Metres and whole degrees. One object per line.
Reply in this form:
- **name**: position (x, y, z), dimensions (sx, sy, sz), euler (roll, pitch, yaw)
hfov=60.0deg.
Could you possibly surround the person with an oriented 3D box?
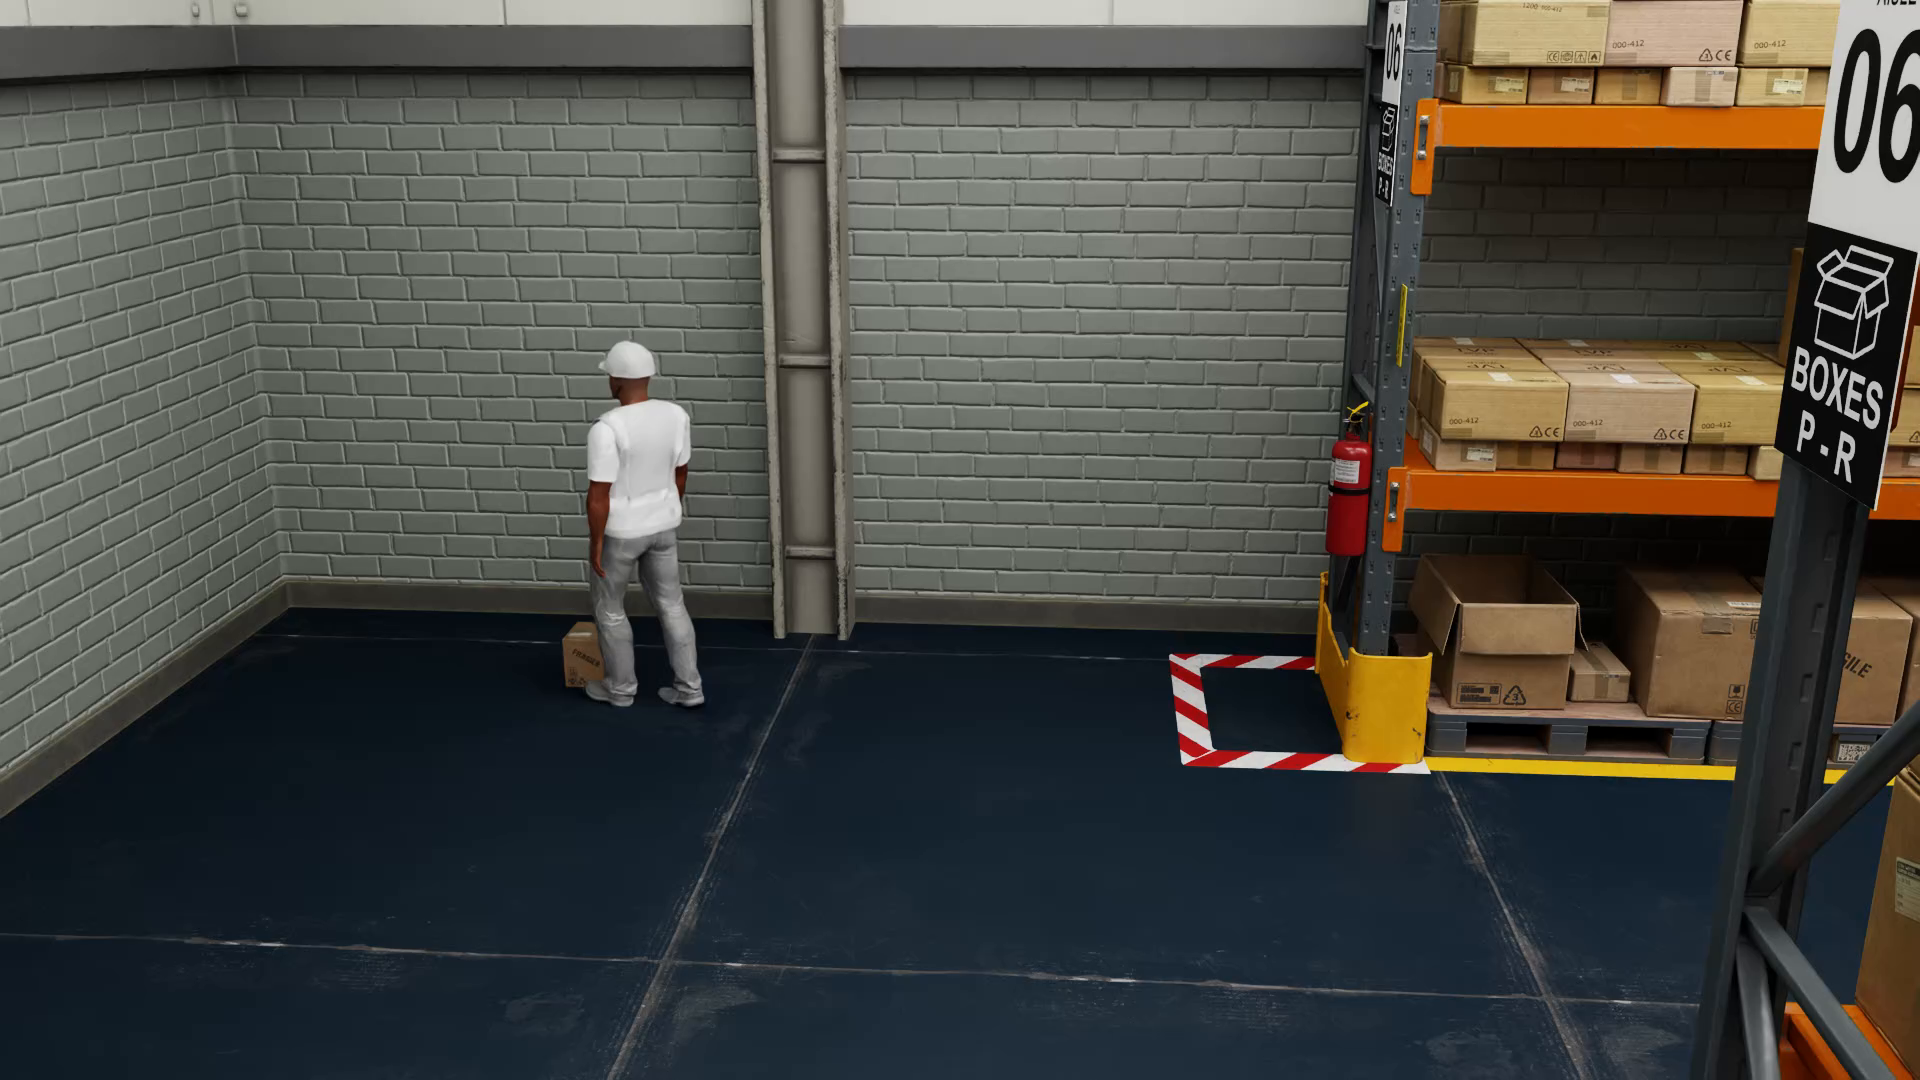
- **person**: position (-1.519, -0.052, 7.739), dimensions (0.567, 1.775, 0.568), euler (16, 24, 42)
